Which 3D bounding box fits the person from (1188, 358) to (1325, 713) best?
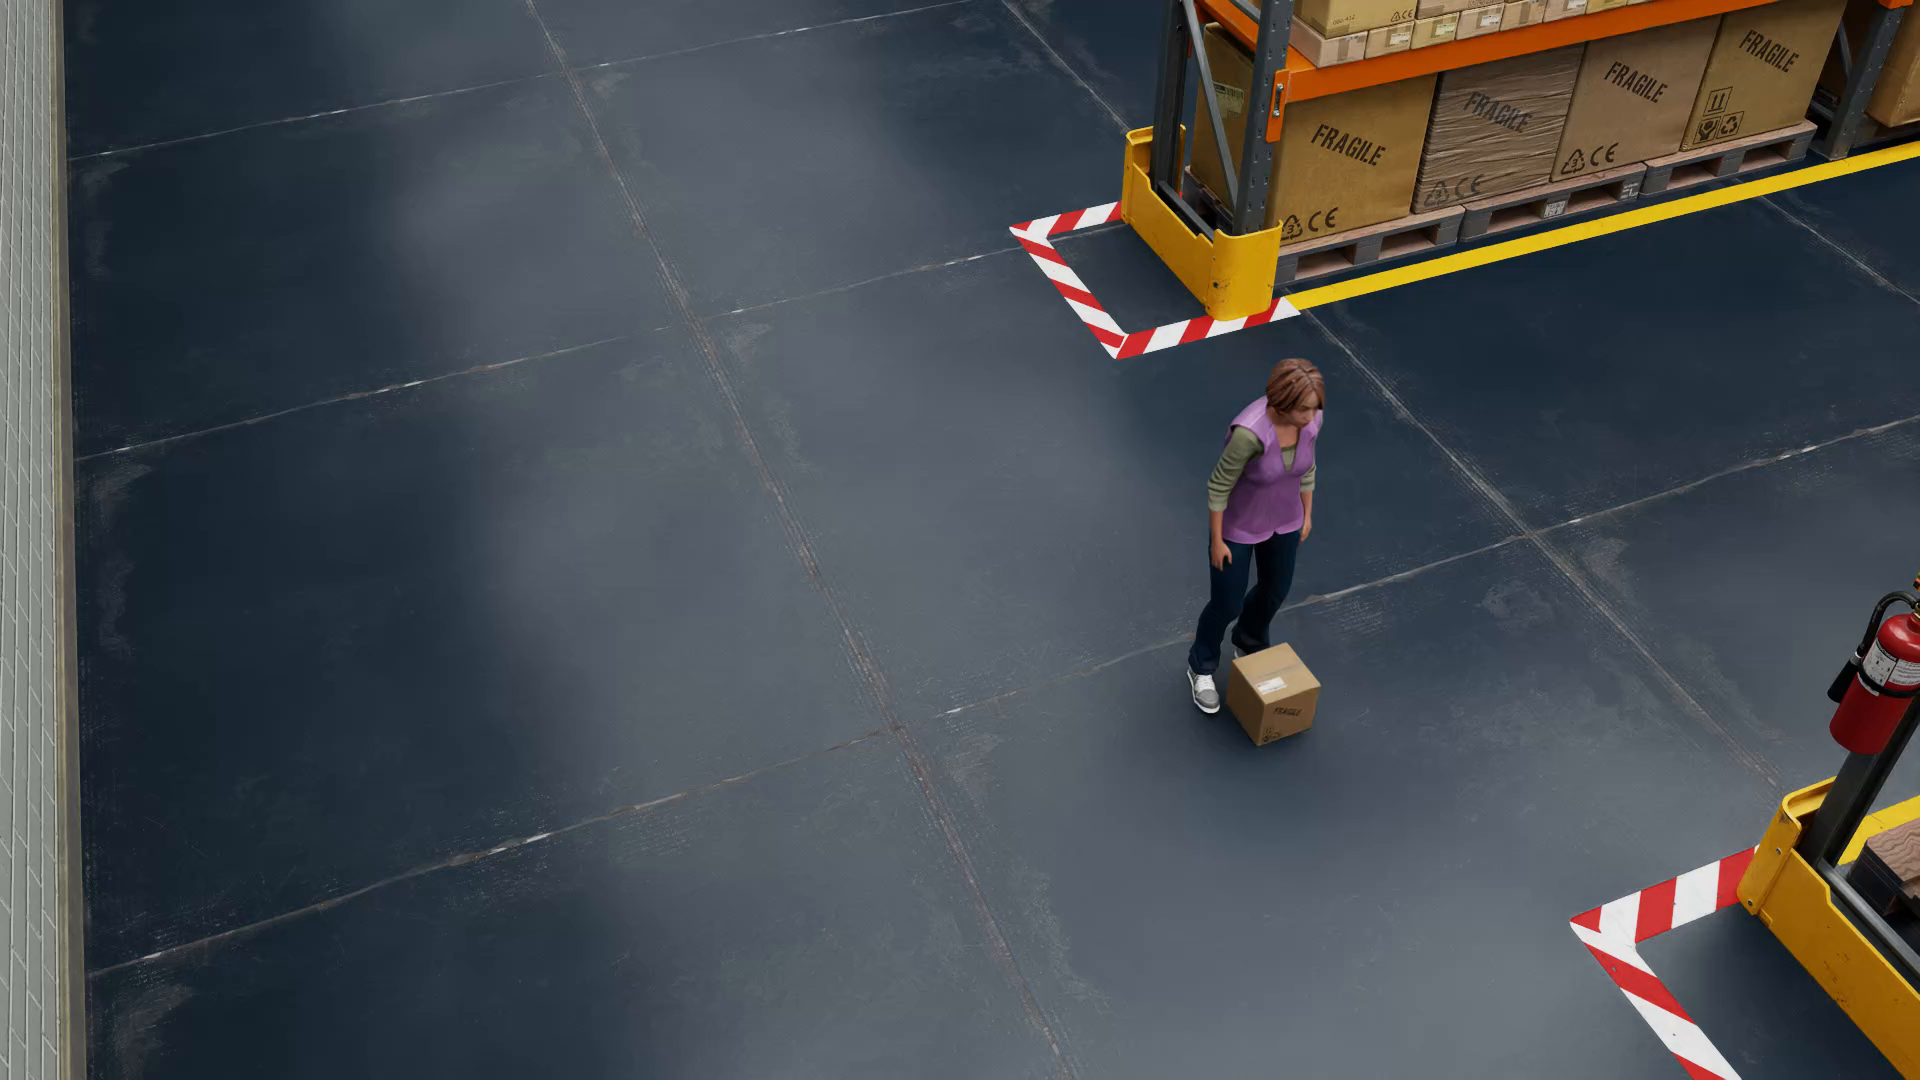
[{"bbox_3d":[1.115,-0.043,6.217,0.466,1.591,0.346,-17,45,-18],"label":"person"}]
